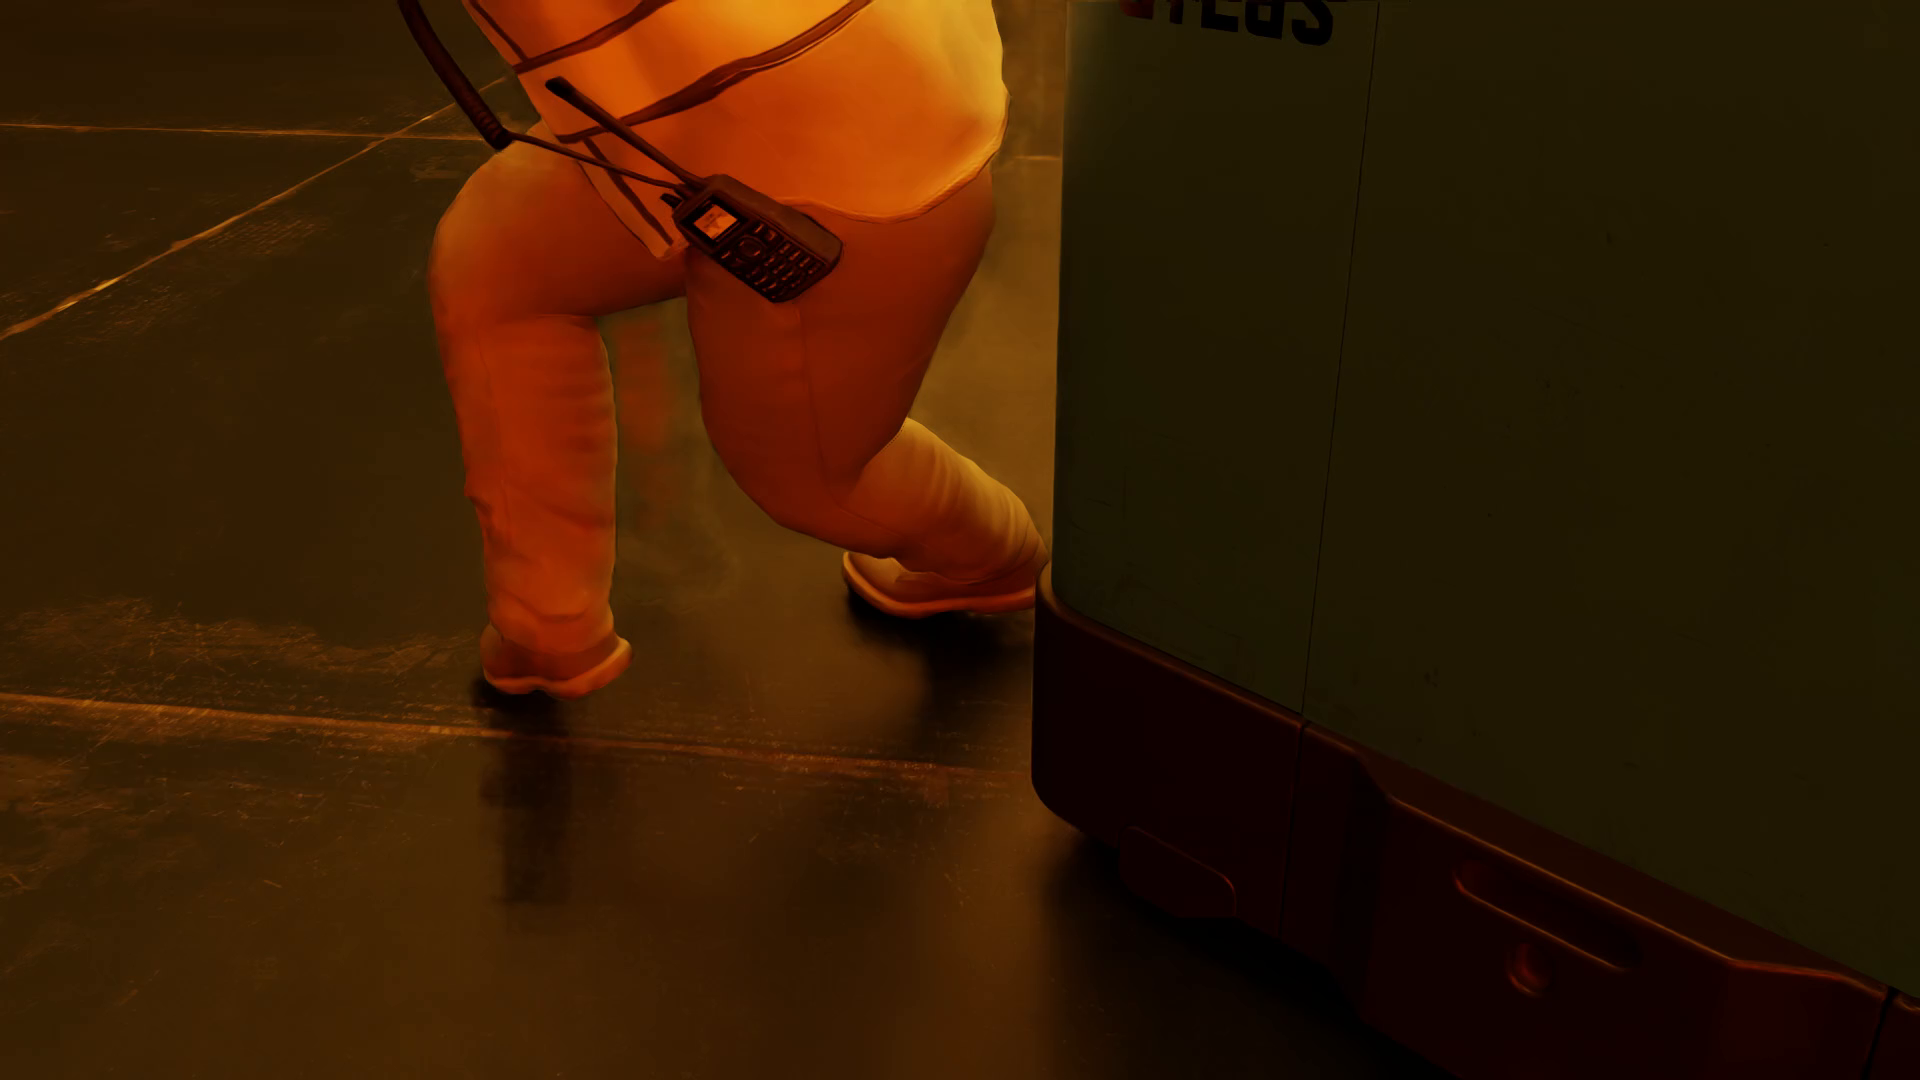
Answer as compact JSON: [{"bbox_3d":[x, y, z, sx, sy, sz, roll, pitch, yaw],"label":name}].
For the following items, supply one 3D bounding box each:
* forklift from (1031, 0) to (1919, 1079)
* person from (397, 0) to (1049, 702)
[{"bbox_3d":[1.475,-0.674,0.568,1.130,2.935,3.031,-24,35,-39],"label":"forklift"},{"bbox_3d":[-0.396,-0.473,1.744,0.972,1.515,0.997,5,27,10],"label":"person"}]
